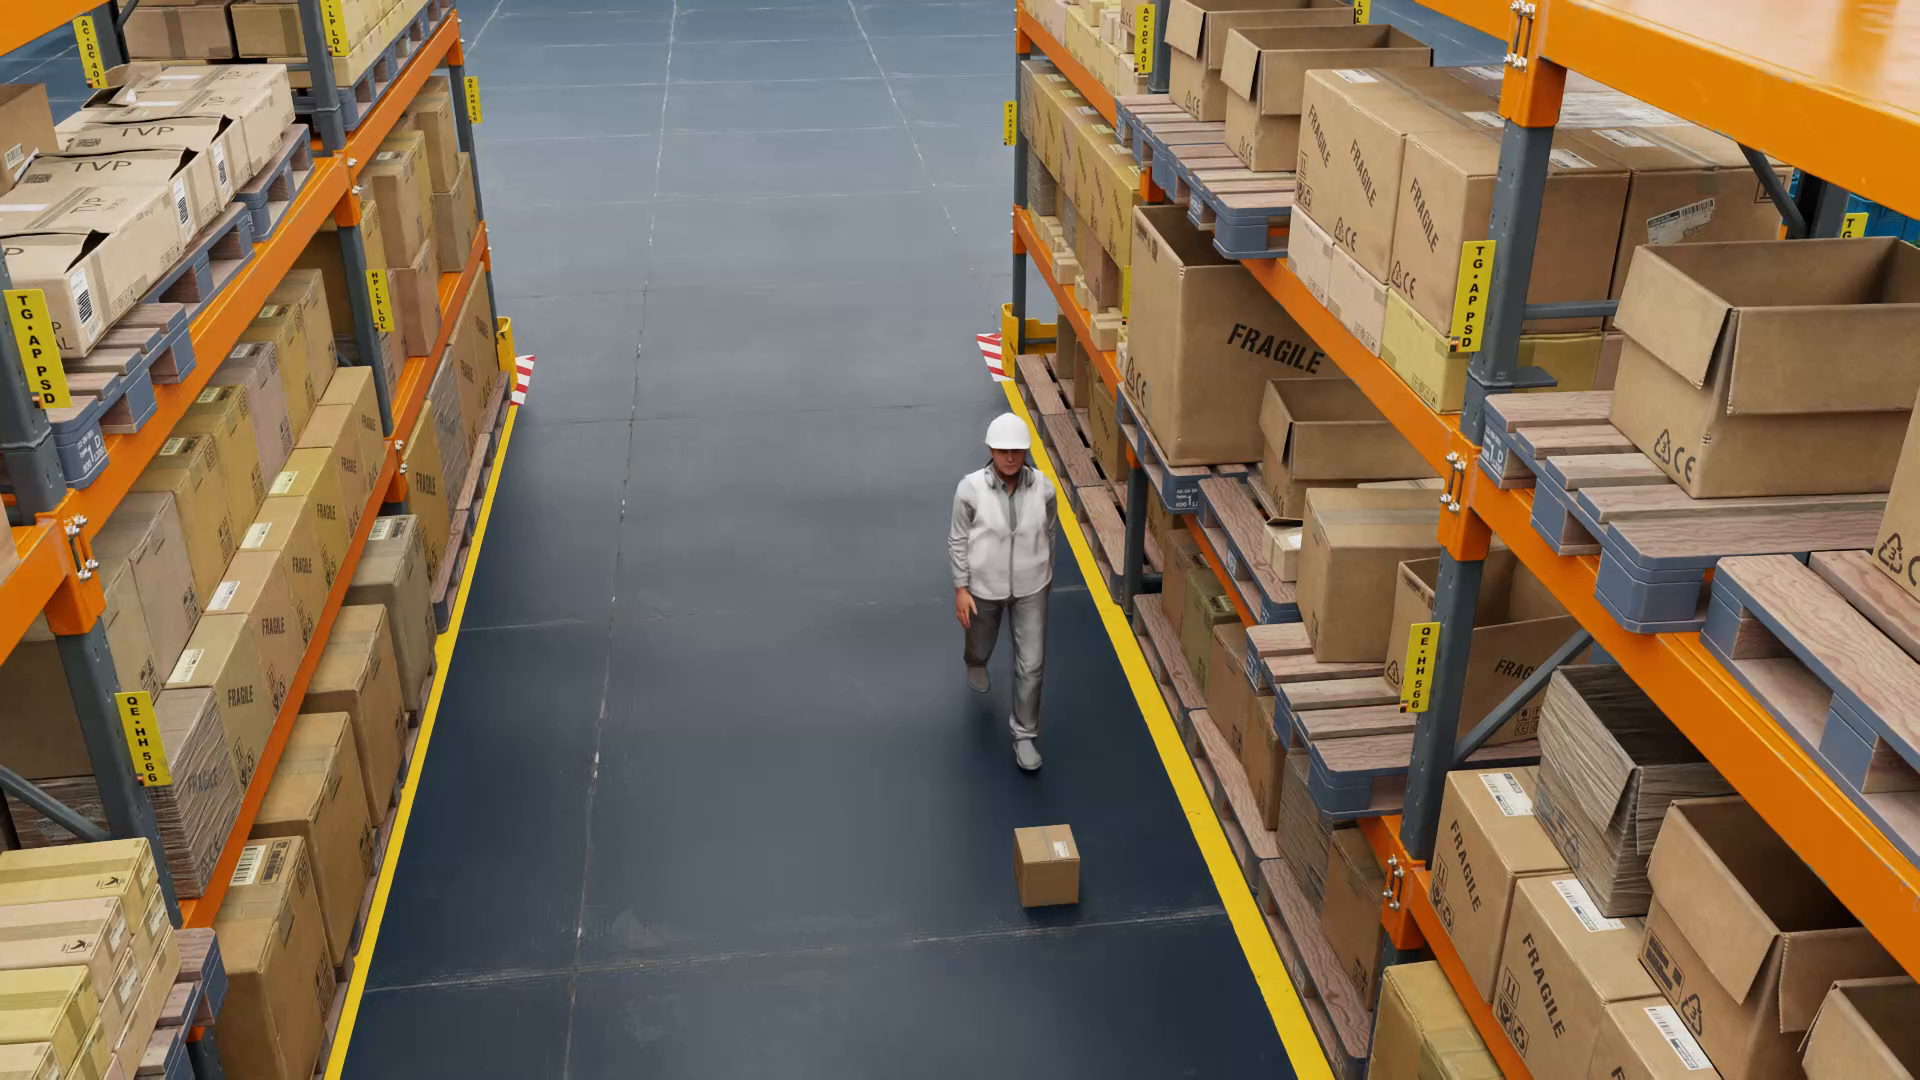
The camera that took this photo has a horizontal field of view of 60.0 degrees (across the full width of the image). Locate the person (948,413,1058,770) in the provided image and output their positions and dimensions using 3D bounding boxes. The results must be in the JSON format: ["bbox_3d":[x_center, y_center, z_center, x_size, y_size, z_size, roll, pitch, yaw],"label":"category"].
[{"bbox_3d":[0.208,0.184,8.227,0.548,1.743,0.961,-3,27,-6],"label":"person"}]
